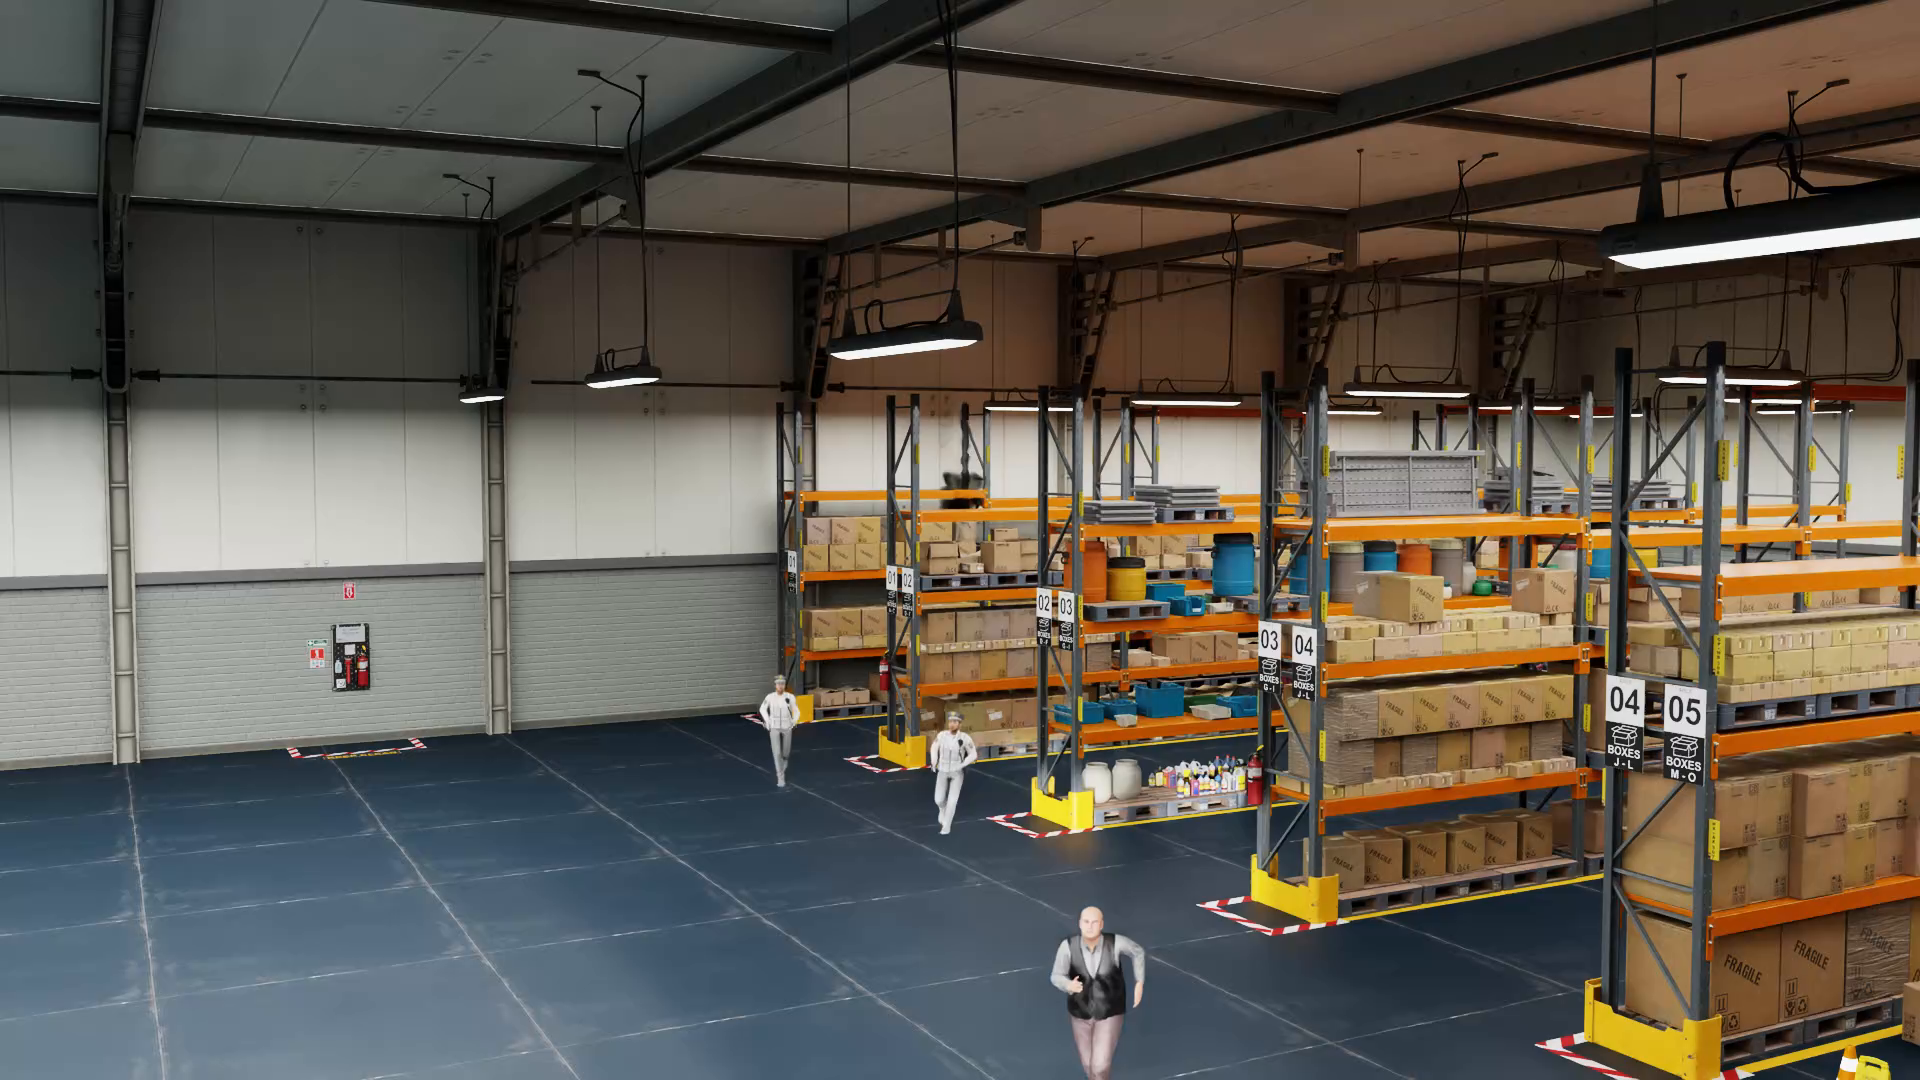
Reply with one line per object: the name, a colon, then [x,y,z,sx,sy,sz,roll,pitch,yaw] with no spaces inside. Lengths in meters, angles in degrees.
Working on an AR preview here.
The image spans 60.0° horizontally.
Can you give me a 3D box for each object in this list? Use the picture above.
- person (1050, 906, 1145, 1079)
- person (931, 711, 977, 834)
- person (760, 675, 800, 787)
person: [1.031,3.599,12.534,0.680,1.736,0.826,1,3,13]
person: [-0.094,3.091,22.193,0.647,1.649,0.504,1,3,12]
person: [-2.773,2.899,25.544,0.596,1.684,0.762,0,3,-8]
